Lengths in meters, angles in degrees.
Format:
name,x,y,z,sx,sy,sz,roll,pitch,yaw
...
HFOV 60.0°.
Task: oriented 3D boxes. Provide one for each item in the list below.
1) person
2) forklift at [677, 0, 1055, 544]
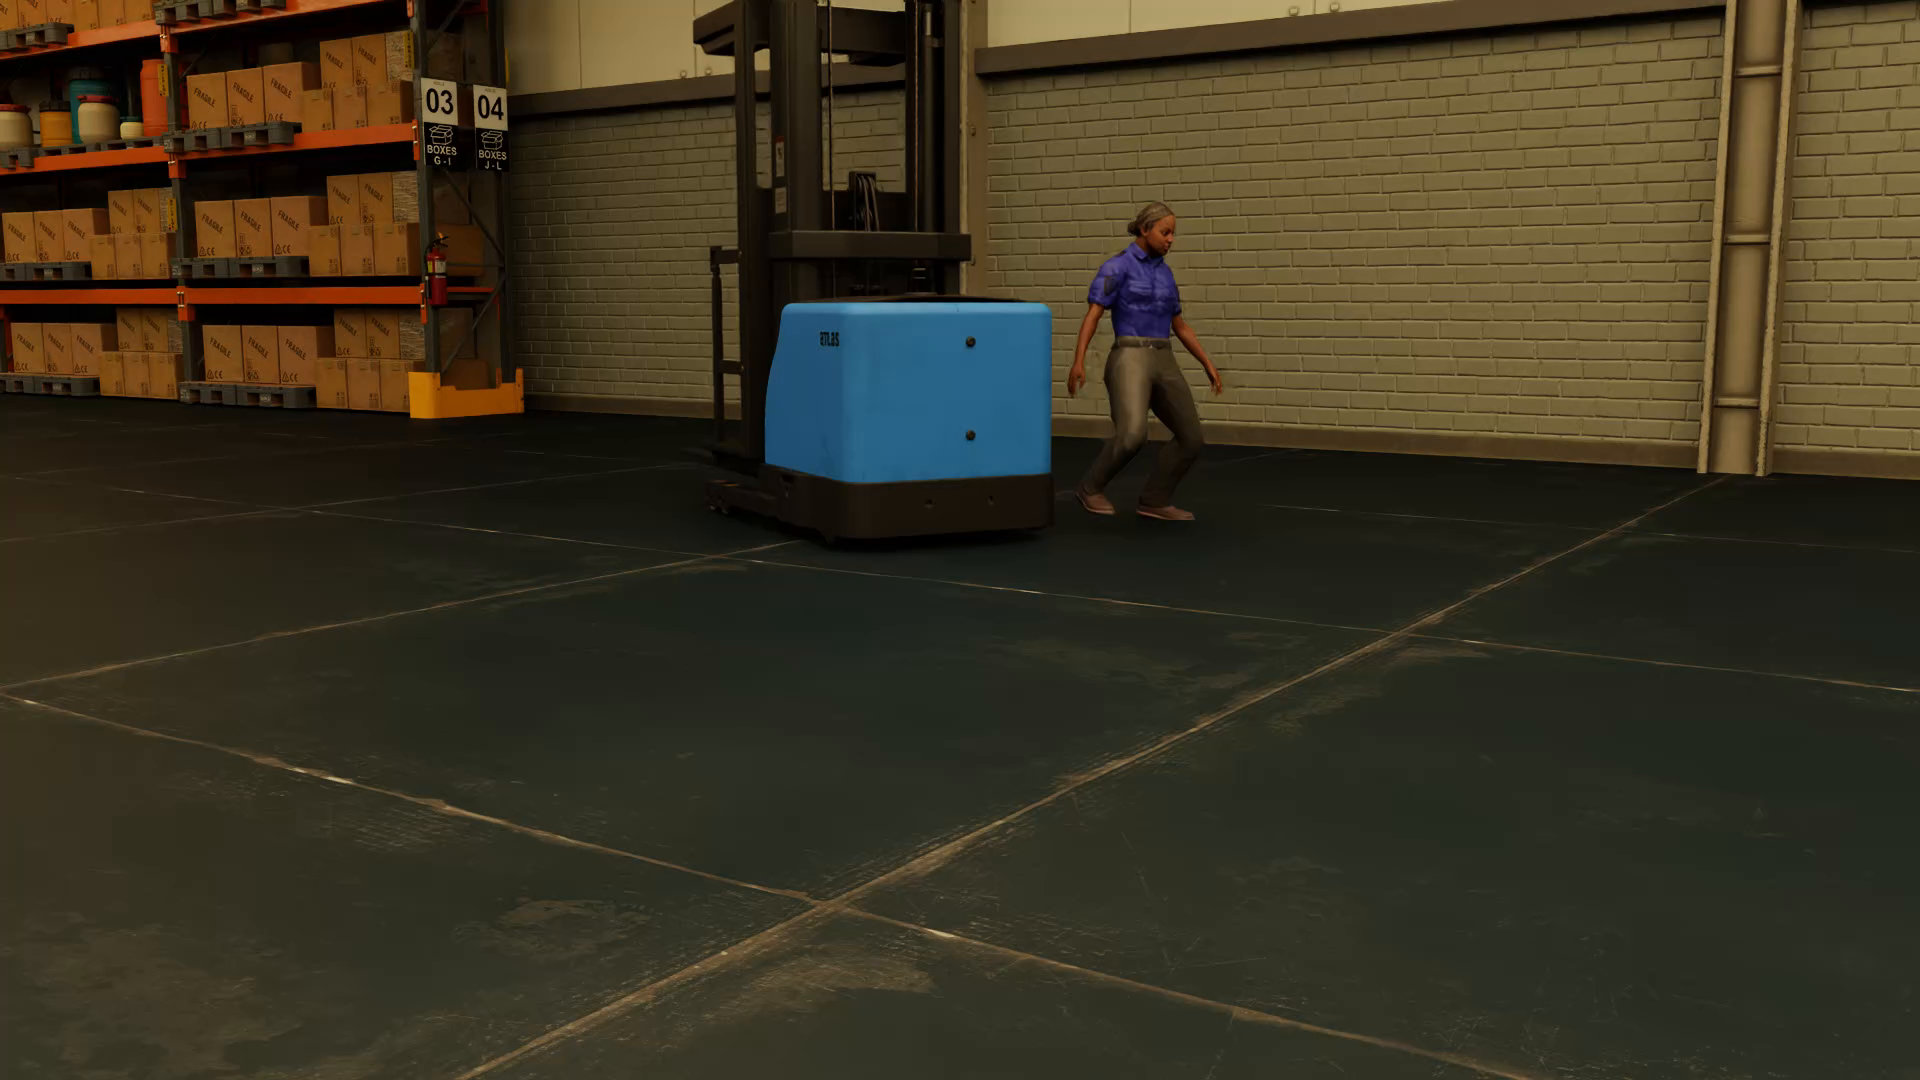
name,x,y,z,sx,sy,sz,roll,pitch,yaw
person,0.886,-0.823,7.996,0.836,1.555,0.521,-6,10,-35
forklift,-0.685,-1.602,8.457,1.130,2.935,3.031,-4,9,-27
